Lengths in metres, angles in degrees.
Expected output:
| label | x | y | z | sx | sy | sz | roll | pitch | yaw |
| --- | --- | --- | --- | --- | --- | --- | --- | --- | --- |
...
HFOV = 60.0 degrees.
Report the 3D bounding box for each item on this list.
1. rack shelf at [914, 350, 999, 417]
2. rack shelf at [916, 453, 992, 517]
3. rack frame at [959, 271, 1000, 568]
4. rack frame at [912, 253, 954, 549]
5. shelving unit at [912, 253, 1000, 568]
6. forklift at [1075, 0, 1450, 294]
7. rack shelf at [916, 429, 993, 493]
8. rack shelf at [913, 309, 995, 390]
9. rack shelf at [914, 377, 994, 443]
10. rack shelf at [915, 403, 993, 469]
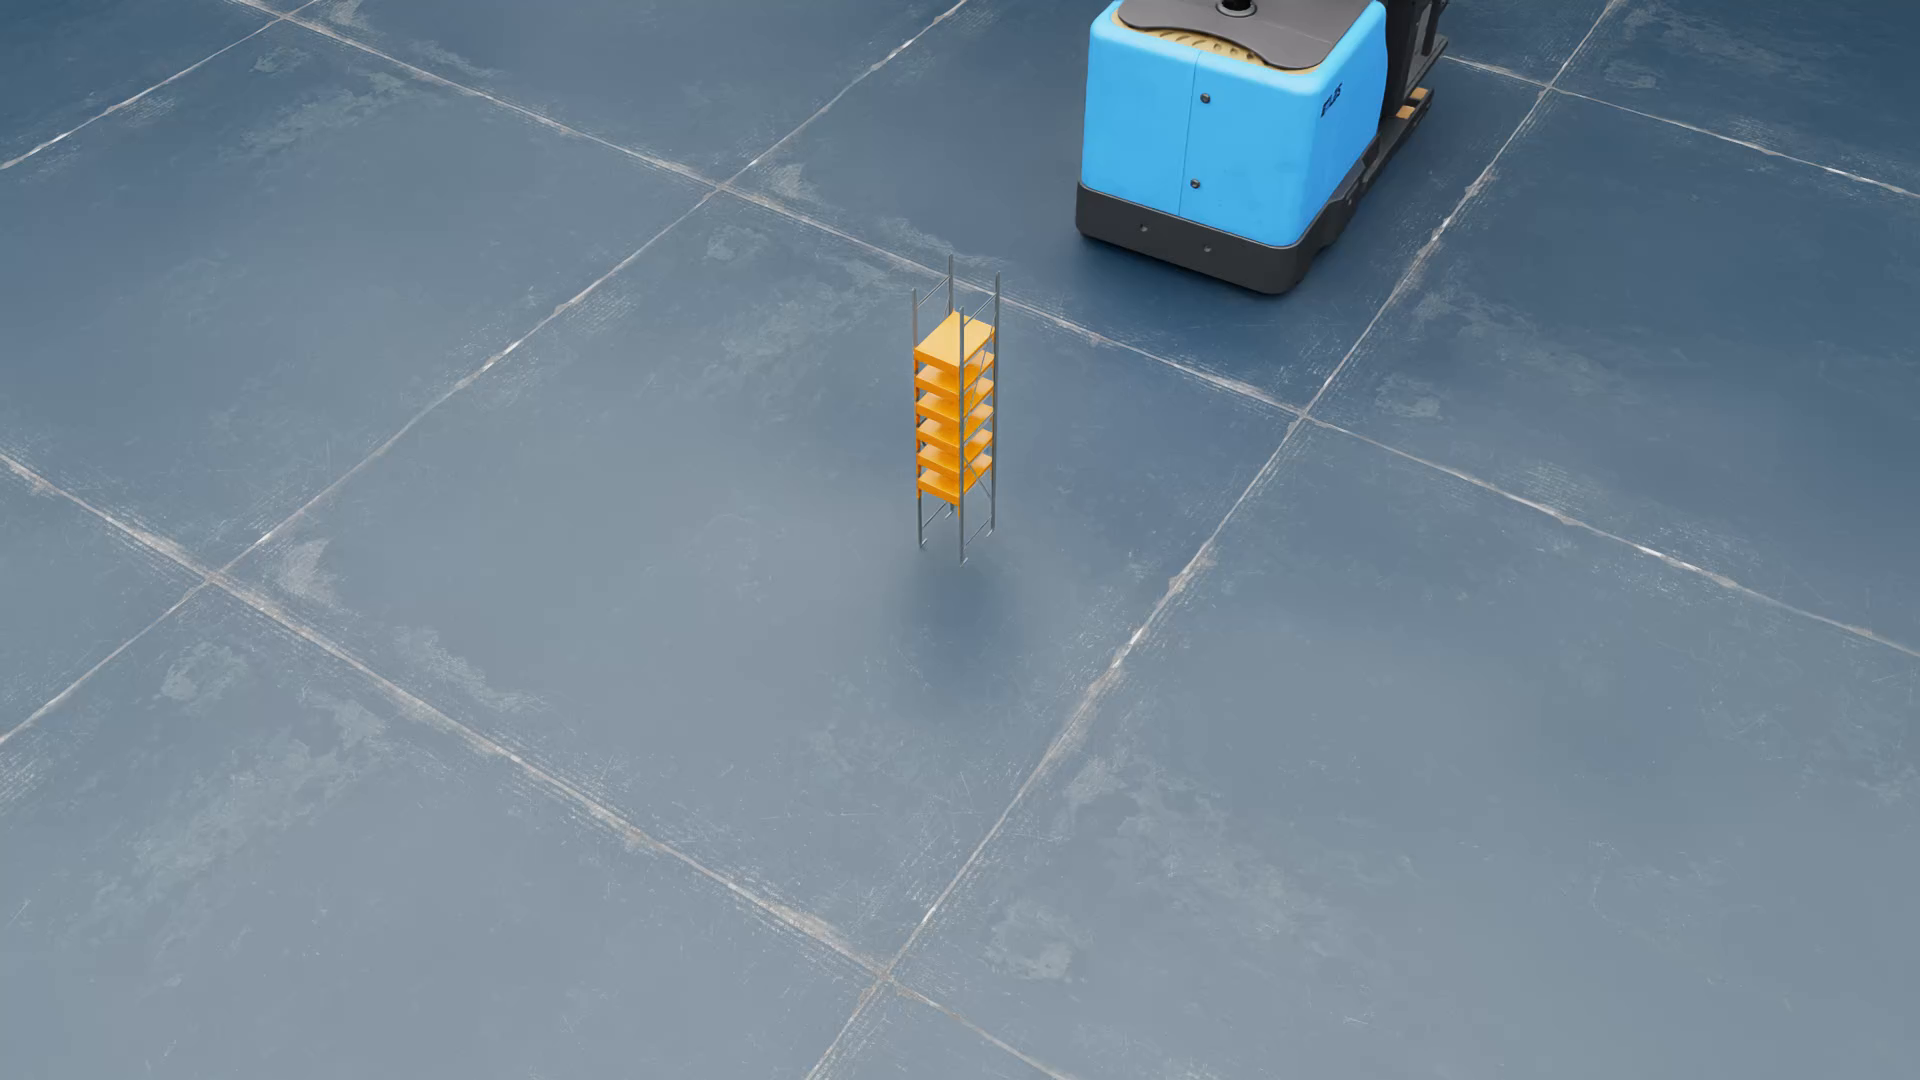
| label | x | y | z | sx | sy | sz | roll | pitch | yaw |
| --- | --- | --- | --- | --- | --- | --- | --- | --- | --- |
| rack shelf | -0.012 | -0.560 | 5.685 | 0.180 | 0.103 | 0.258 | 25 | 51 | 22 |
| rack shelf | -0.012 | -0.226 | 6.029 | 0.180 | 0.103 | 0.258 | 25 | 51 | 22 |
| rack frame | 0.065 | -0.388 | 5.791 | 0.006 | 1.200 | 0.240 | 25 | 51 | 22 |
| rack frame | -0.089 | -0.459 | 5.860 | 0.006 | 1.200 | 0.240 | 25 | 51 | 22 |
| shelving unit | -0.012 | -0.424 | 5.825 | 0.189 | 1.200 | 0.258 | 25 | 51 | 22 |
| forklift | 1.693 | -3.134 | 7.252 | 1.130 | 2.935 | 3.031 | 22 | 50 | 20 |
| rack shelf | -0.012 | -0.309 | 5.943 | 0.180 | 0.103 | 0.258 | 25 | 51 | 22 |
| rack shelf | -0.012 | -0.644 | 5.599 | 0.180 | 0.103 | 0.258 | 25 | 51 | 22 |
| rack shelf | -0.012 | -0.476 | 5.771 | 0.180 | 0.103 | 0.258 | 25 | 51 | 22 |
| rack shelf | -0.012 | -0.393 | 5.857 | 0.180 | 0.103 | 0.258 | 25 | 51 | 22 |
